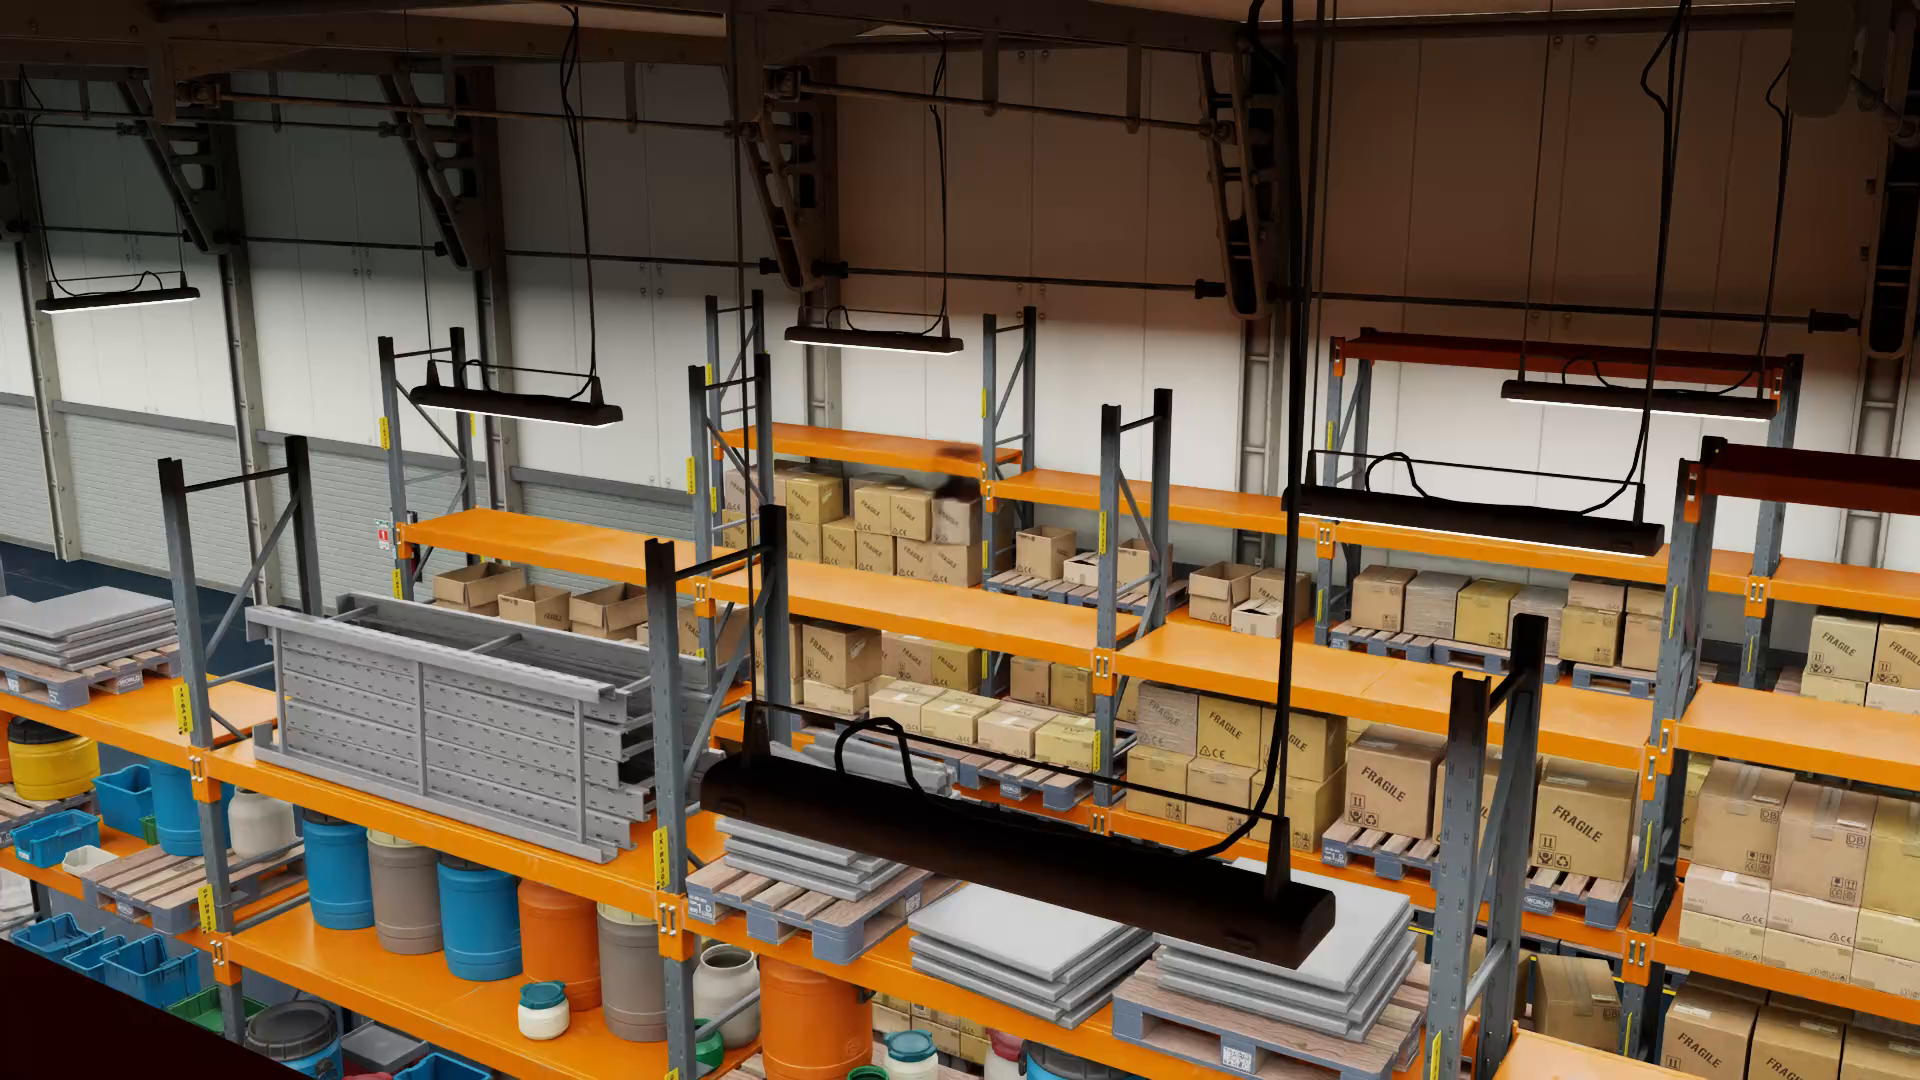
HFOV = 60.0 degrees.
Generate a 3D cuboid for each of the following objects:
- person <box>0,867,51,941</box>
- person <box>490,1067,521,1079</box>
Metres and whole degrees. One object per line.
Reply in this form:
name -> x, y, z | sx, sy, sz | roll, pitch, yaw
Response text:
person -> -8.924, 3.427, 15.657 | 0.627, 1.785, 0.410 | -9, 17, -33
person -> -3.394, 4.184, 12.953 | 0.612, 1.589, 0.649 | 0, 14, -2
